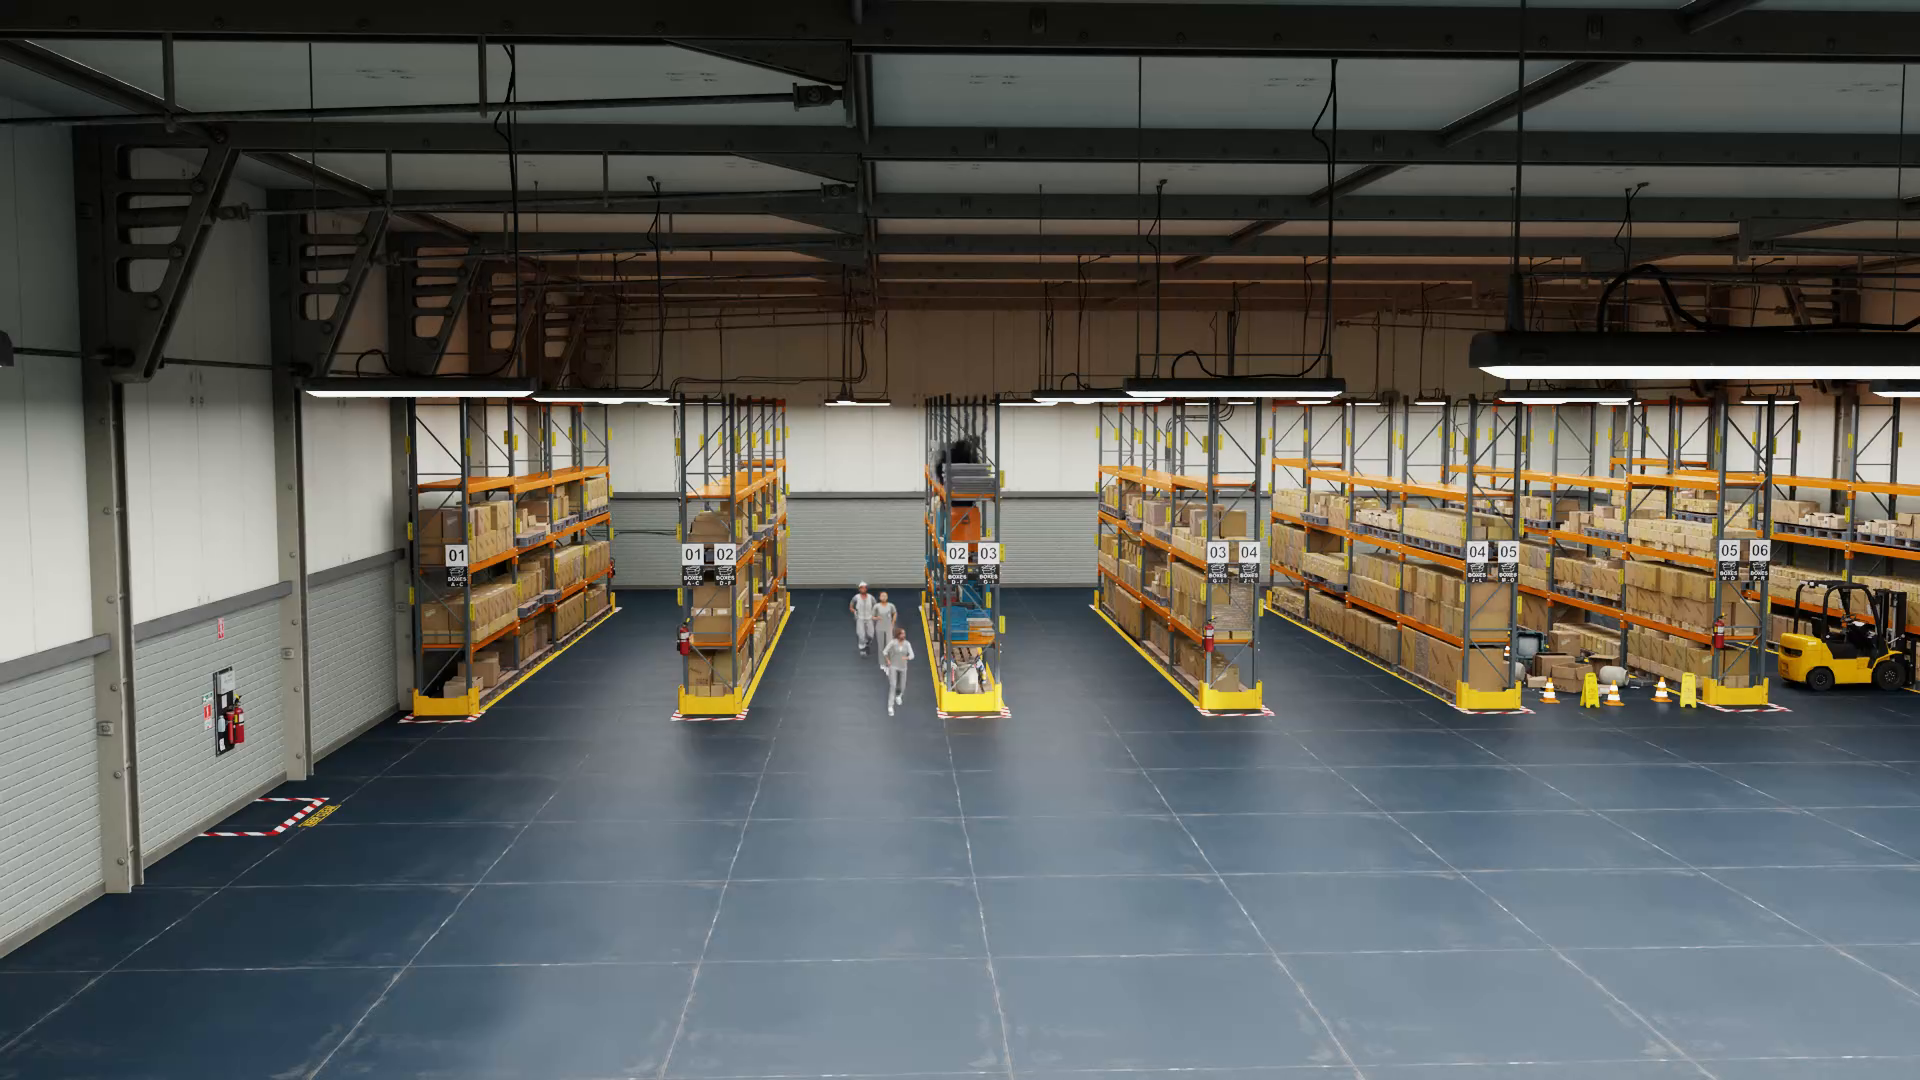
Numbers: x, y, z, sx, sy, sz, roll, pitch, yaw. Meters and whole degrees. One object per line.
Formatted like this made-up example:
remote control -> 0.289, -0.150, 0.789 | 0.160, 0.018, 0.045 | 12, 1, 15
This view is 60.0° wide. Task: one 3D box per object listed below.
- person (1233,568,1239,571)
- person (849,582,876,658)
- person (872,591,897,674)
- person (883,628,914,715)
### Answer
person -> 7.586, 1.174, 47.256 | 0.638, 1.614, 0.601 | 3, 5, 30
person -> -2.195, 1.839, 38.120 | 0.650, 1.739, 0.605 | -1, 5, -12
person -> -1.547, 1.910, 34.322 | 0.546, 1.731, 0.634 | -1, 5, -8
person -> -1.136, 2.414, 30.946 | 0.566, 1.568, 0.771 | -1, 5, -14
